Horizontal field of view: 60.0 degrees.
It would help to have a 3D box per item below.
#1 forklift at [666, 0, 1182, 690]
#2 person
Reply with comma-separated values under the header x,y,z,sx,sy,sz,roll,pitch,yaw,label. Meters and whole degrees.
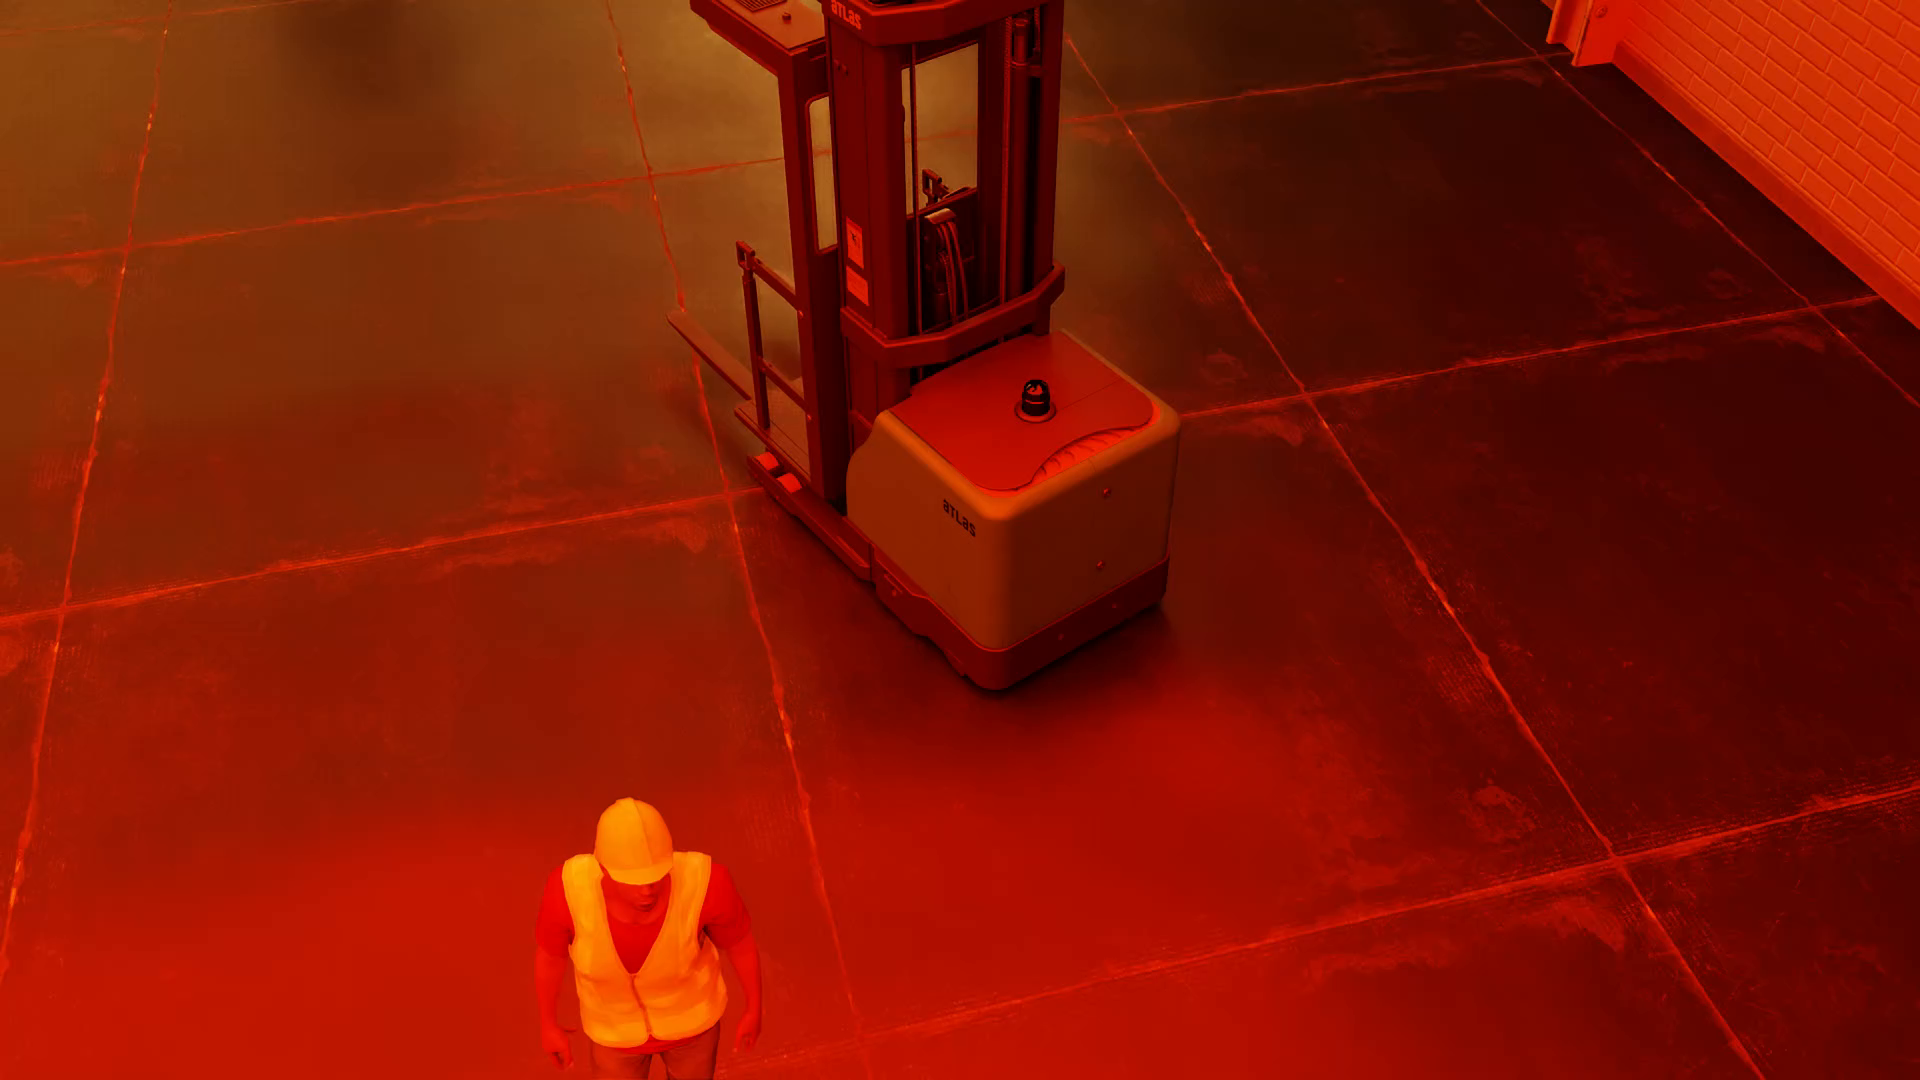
x,y,z,sx,sy,sz,roll,pitch,yaw,label
-0.366,-1.399,7.126,1.130,2.935,3.031,-27,50,-26,forklift
-0.908,1.464,4.934,0.666,1.765,0.577,-6,44,-6,person
